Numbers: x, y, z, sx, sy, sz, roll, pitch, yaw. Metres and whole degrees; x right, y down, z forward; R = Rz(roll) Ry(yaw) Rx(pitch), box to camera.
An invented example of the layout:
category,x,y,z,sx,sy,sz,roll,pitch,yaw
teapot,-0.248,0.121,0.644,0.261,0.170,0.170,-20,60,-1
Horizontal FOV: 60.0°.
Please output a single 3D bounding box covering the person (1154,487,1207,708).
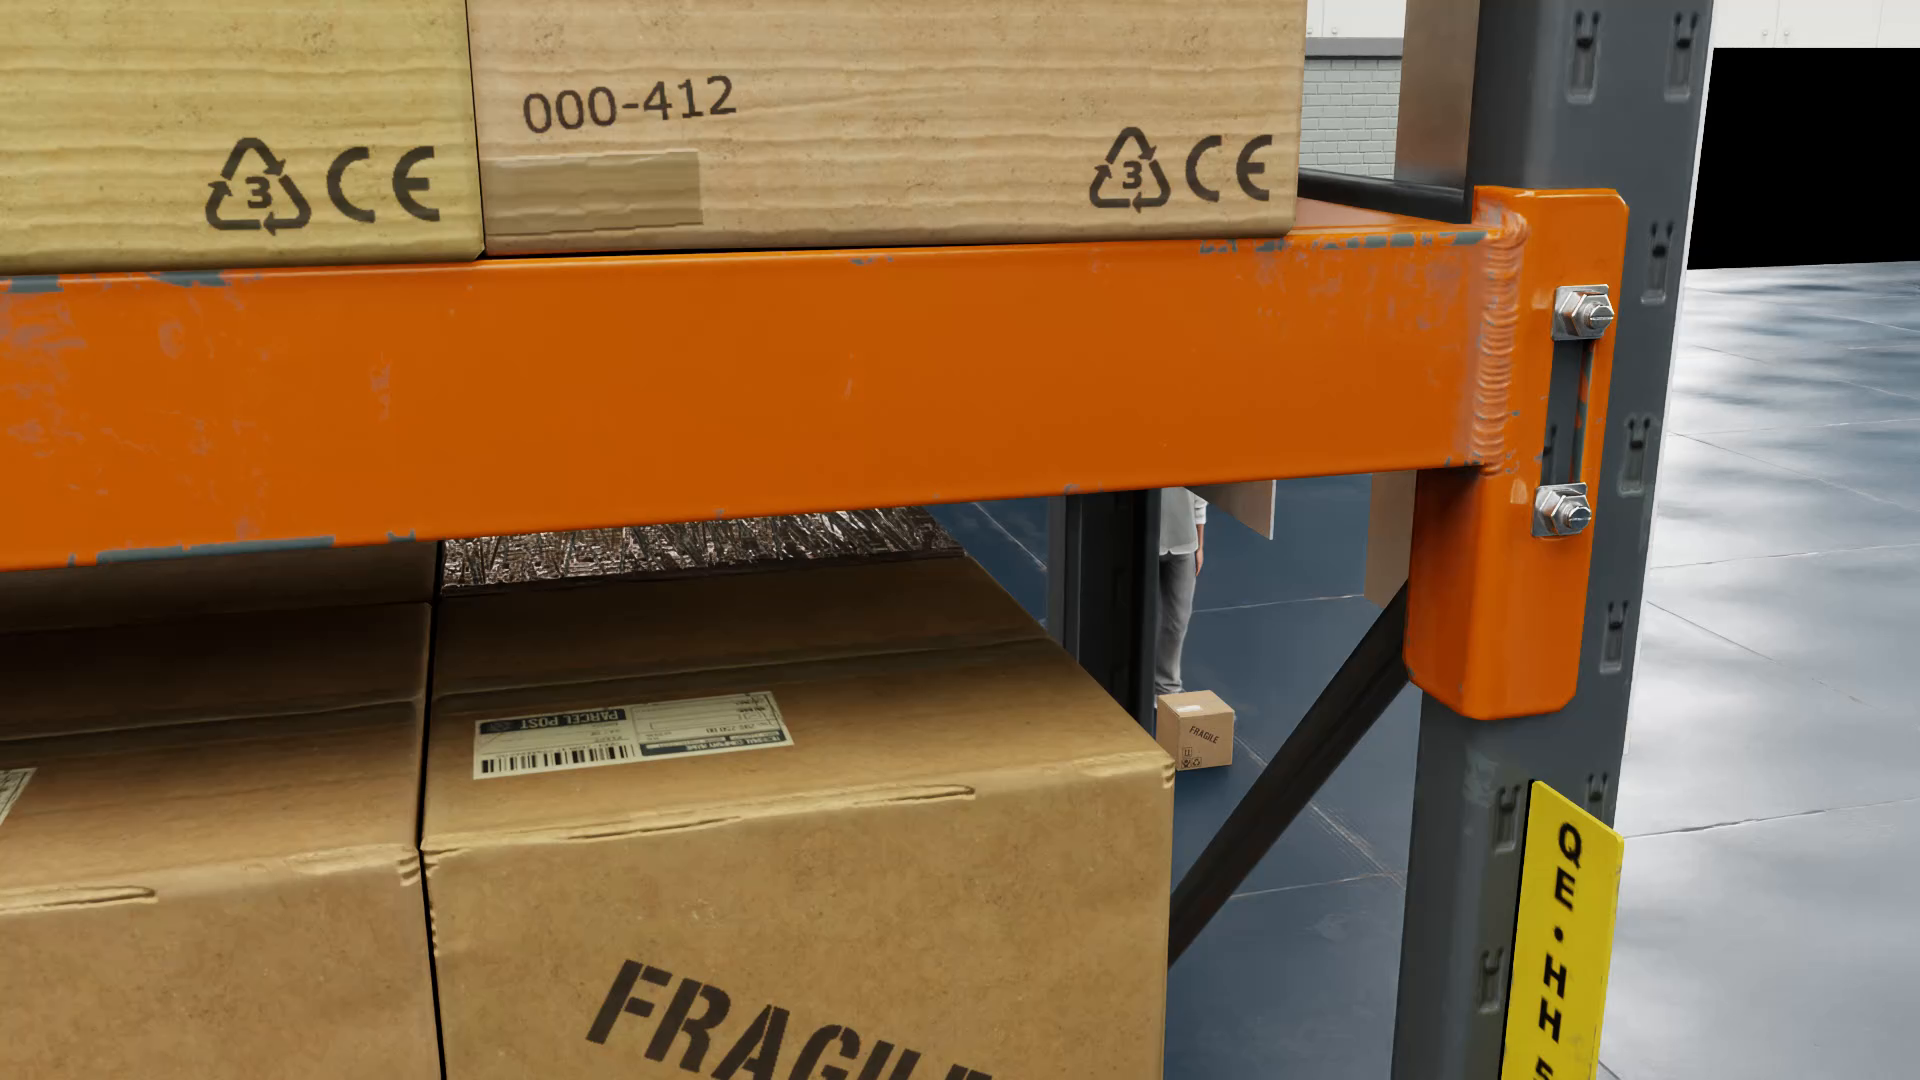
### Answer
category,x,y,z,sx,sy,sz,roll,pitch,yaw
person,0.897,0.045,7.399,0.406,1.595,0.309,-4,17,-14
